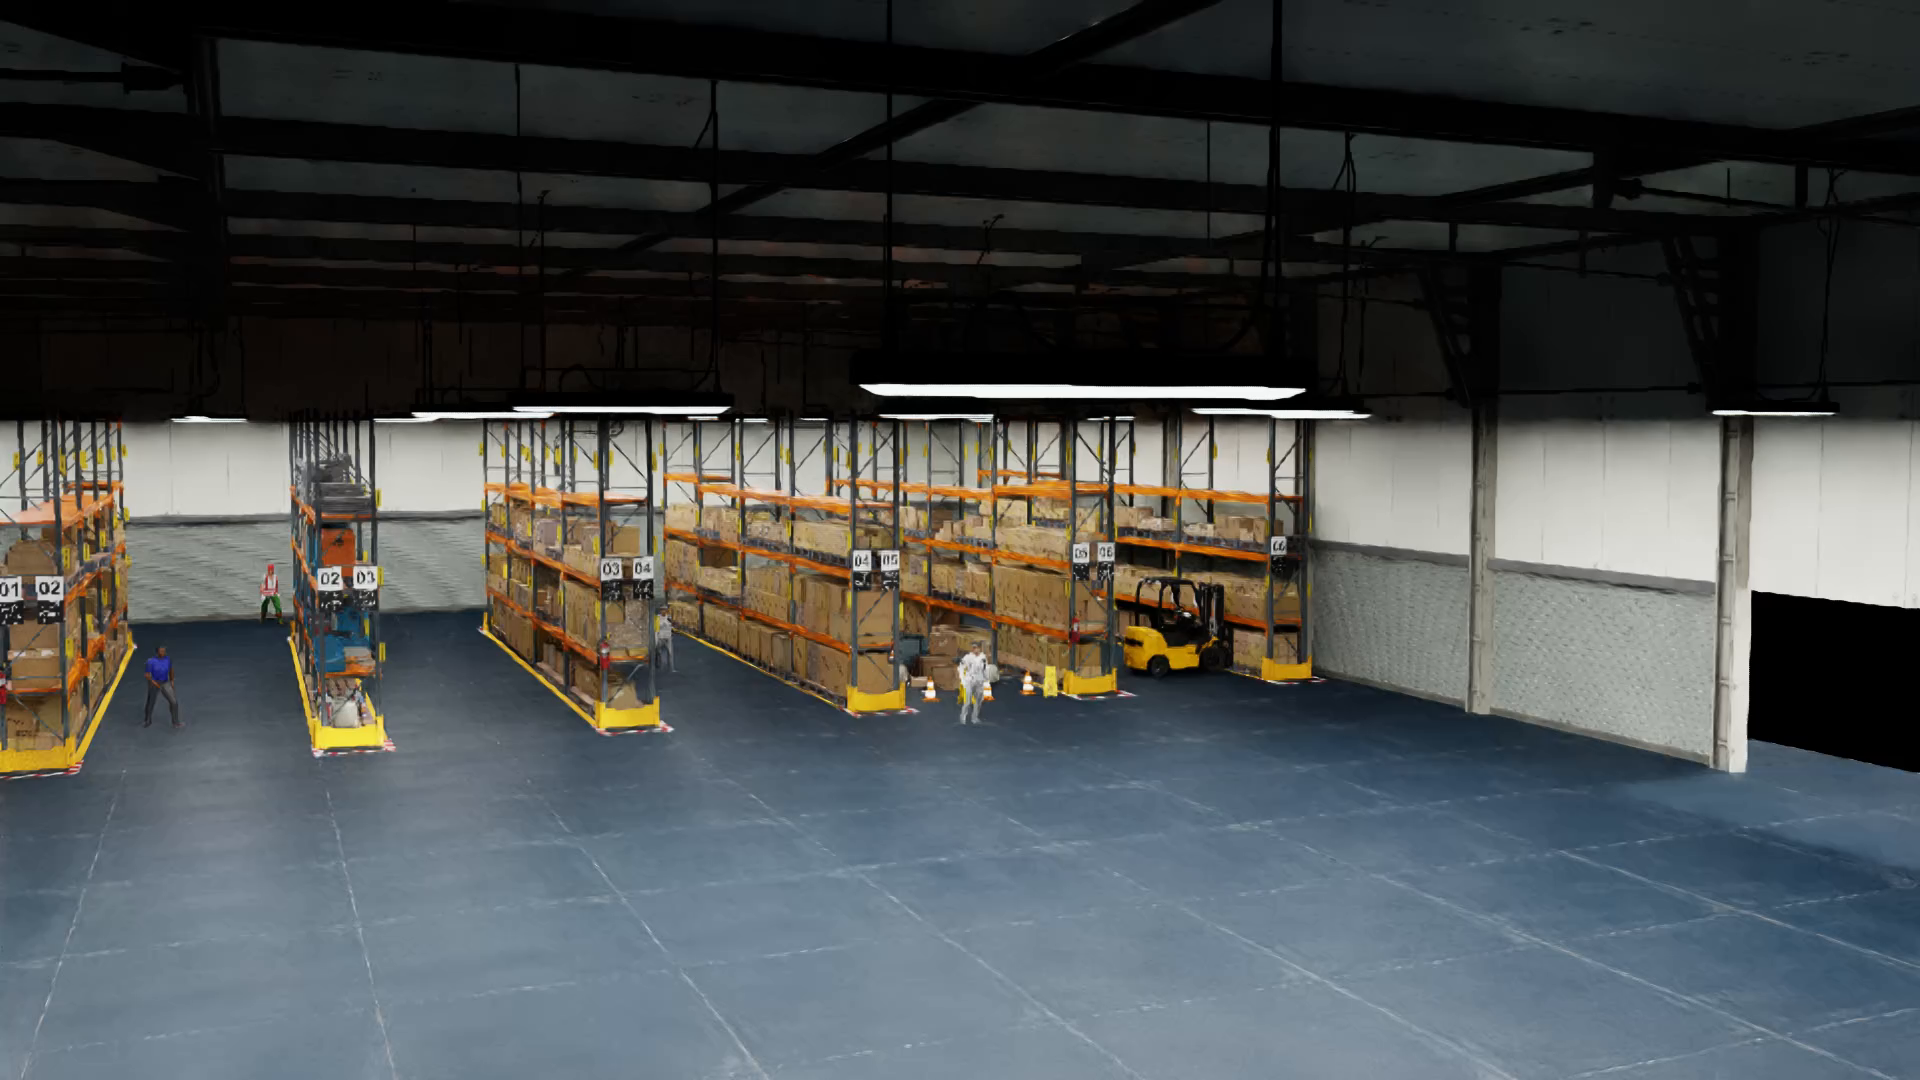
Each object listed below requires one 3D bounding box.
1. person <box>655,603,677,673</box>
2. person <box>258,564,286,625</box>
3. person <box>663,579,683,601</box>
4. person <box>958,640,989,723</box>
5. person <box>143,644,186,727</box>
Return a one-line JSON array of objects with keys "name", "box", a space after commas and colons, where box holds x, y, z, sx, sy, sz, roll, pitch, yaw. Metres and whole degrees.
[{"name": "person", "box": [-6.809, 2.235, 38.186, 0.495, 1.589, 1.086, -1, 4, -20]}, {"name": "person", "box": [-19.571, 1.554, 47.217, 0.970, 1.746, 0.596, 4, 6, 44]}, {"name": "person", "box": [-8.490, 1.465, 49.370, 0.651, 1.663, 0.470, 2, 5, 31]}, {"name": "person", "box": [0.263, 2.698, 31.692, 0.639, 1.627, 0.512, -2, 4, -26]}, {"name": "person", "box": [-15.012, 2.733, 31.246, 0.627, 1.596, 0.794, -4, 5, -42]}]
